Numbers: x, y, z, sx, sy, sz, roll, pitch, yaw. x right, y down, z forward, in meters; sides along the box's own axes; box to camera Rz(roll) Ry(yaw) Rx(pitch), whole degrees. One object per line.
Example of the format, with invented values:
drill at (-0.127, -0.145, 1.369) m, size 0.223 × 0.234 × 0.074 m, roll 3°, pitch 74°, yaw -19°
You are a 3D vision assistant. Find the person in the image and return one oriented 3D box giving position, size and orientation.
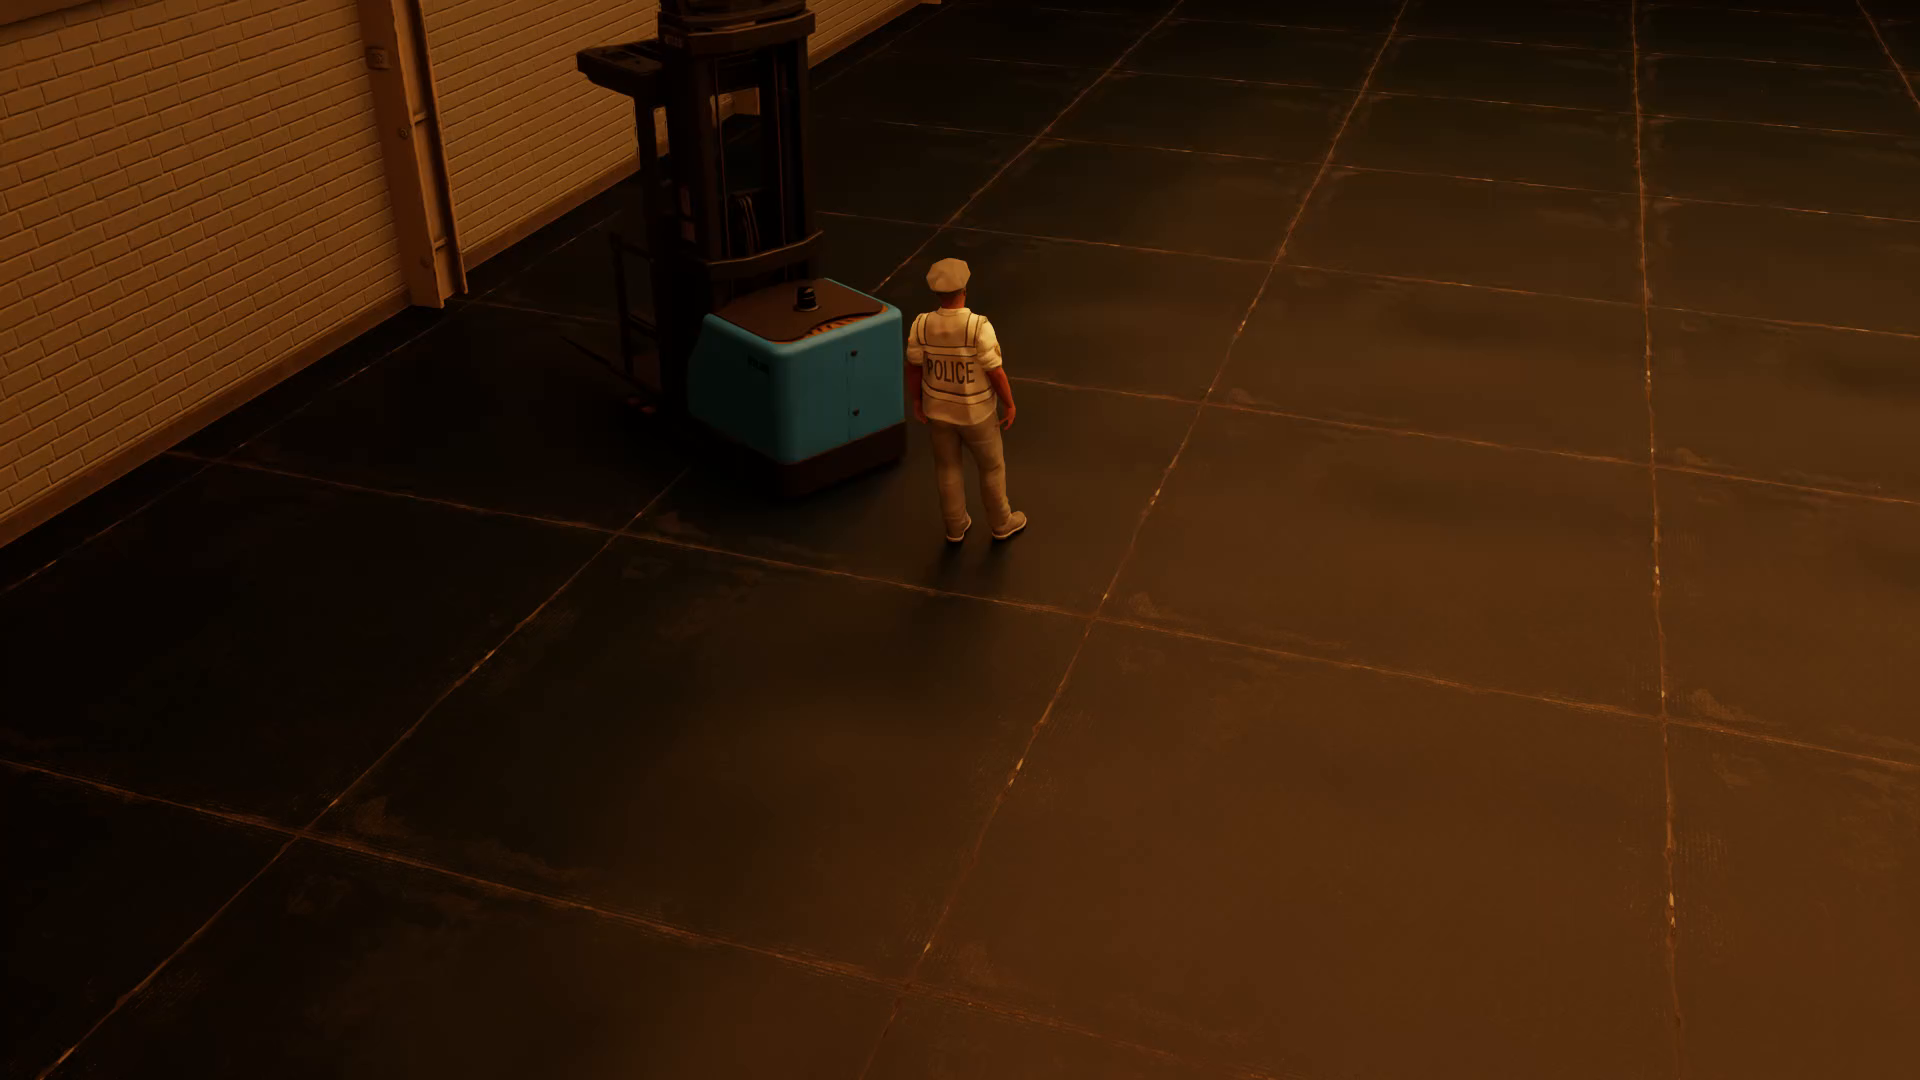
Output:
person at (0.036, -0.816, 9.712) m, size 0.642 × 1.782 × 0.573 m, roll 10°, pitch 31°, yaw 16°

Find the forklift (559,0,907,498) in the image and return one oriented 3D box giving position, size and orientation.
forklift at (-1.715, -2.177, 10.956) m, size 1.130 × 2.935 × 3.031 m, roll -24°, pitch 38°, yaw -36°
